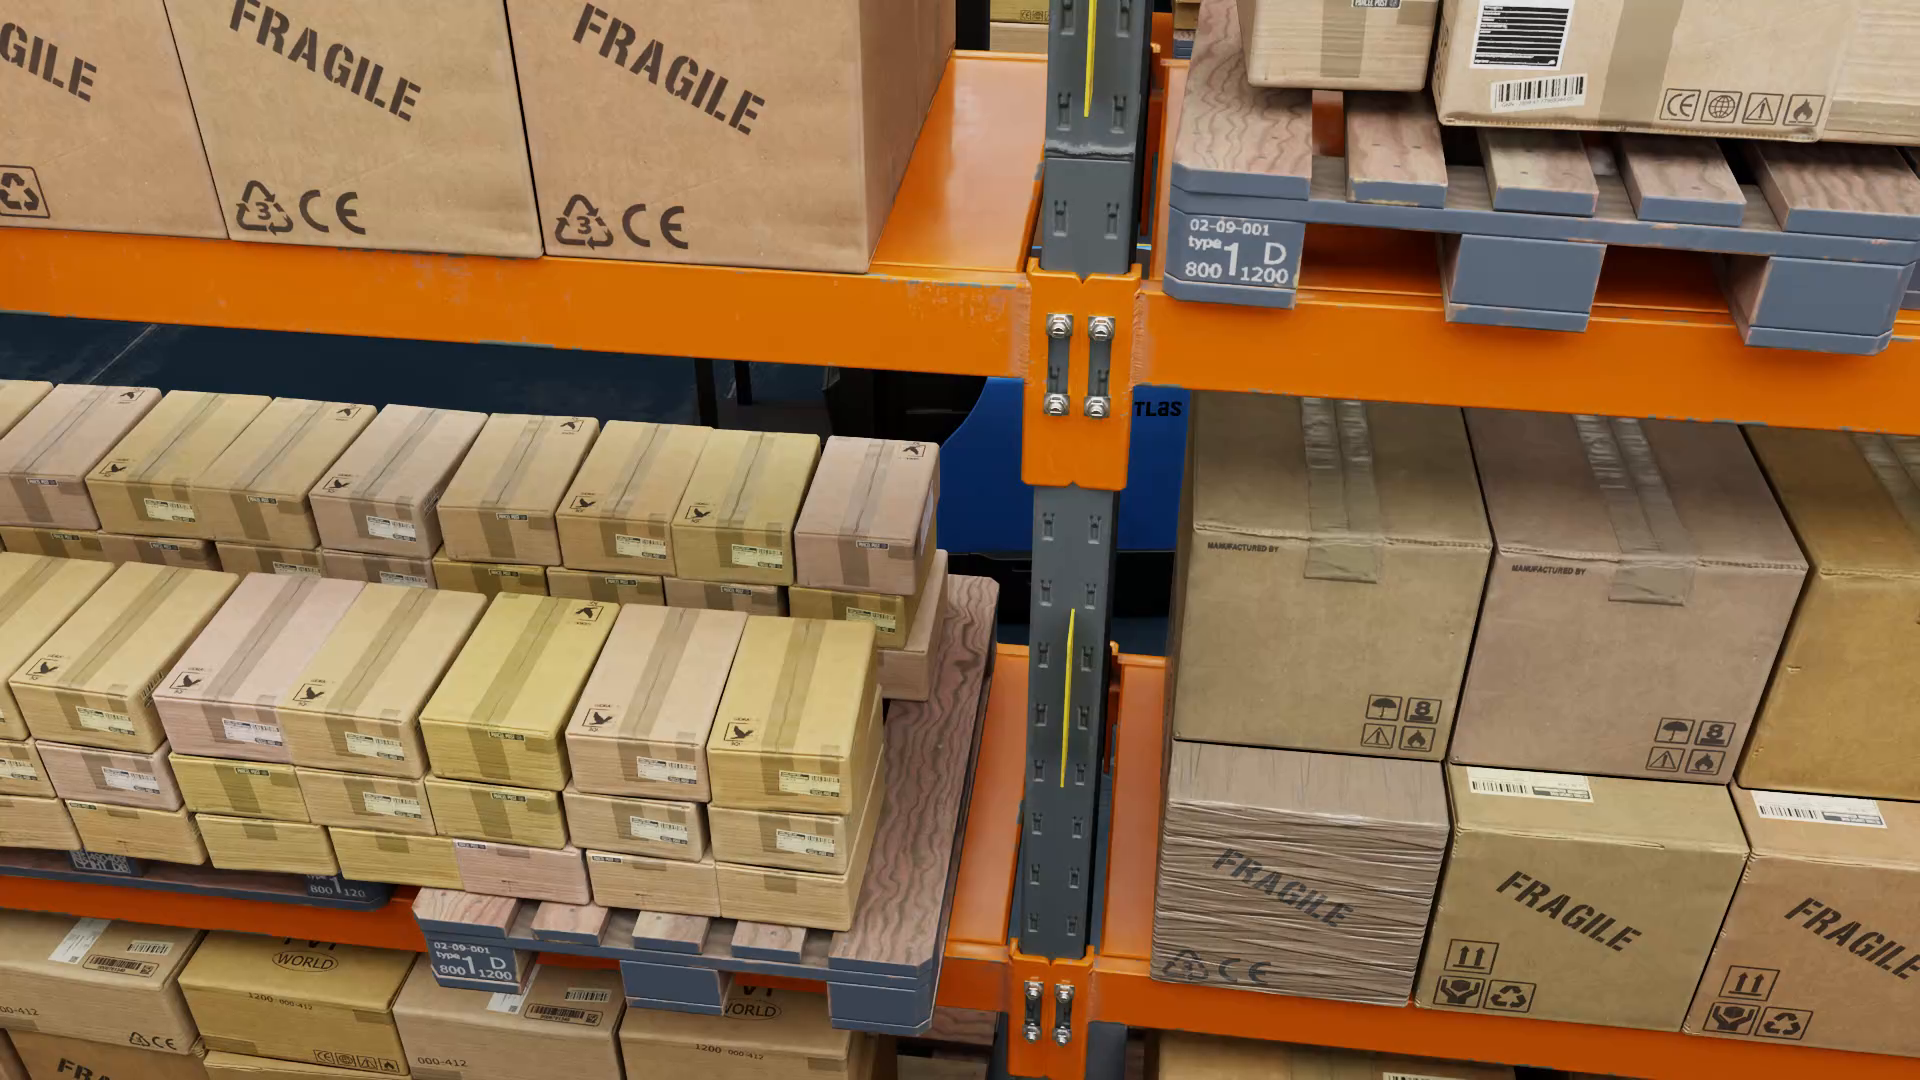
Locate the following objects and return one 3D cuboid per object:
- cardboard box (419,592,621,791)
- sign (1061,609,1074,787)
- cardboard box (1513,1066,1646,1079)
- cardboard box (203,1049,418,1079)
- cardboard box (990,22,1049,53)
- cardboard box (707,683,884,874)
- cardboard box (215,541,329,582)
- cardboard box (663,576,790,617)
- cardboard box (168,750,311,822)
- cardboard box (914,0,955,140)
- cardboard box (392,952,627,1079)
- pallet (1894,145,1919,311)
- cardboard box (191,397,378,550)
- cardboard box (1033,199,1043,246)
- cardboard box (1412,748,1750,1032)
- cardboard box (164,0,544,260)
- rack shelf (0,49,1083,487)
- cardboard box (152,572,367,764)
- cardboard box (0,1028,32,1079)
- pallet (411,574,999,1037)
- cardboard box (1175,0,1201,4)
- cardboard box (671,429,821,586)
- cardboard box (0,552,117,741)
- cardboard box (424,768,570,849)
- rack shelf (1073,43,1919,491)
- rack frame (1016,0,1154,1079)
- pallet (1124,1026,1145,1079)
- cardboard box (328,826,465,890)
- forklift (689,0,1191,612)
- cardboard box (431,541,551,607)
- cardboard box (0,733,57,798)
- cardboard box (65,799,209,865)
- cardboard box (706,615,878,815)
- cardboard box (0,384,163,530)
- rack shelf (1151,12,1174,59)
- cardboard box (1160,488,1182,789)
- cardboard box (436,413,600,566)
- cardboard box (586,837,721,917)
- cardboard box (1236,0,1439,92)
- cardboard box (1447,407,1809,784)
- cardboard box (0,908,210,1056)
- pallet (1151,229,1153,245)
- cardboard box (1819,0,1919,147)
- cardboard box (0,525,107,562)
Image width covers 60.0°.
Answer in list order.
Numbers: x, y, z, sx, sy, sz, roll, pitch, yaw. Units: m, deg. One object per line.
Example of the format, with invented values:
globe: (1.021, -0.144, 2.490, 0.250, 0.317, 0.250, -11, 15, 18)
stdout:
cardboard box: (-0.809, 0.277, 3.122, 0.250, 0.149, 0.380, 5, 36, 7)
sign: (0.185, 0.273, 2.856, 0.005, 0.325, 0.100, 4, 36, 6)
cardboard box: (1.705, 1.304, 3.916, 0.750, 0.750, 1.050, 5, 36, 7)
cardboard box: (-1.483, 1.277, 4.168, 0.500, 0.500, 0.500, 3, 36, 4)
cardboard box: (0.240, -2.287, 7.502, 0.500, 0.250, 0.500, 3, 36, 4)
cardboard box: (-0.303, 0.435, 3.157, 0.250, 0.149, 0.380, 5, 36, 7)
cardboard box: (-1.487, -0.036, 3.818, 0.250, 0.149, 0.380, 4, 36, 6)
cardboard box: (-0.479, 0.039, 3.712, 0.250, 0.149, 0.380, 6, 36, 8)
cardboard box: (-1.324, 0.360, 3.262, 0.250, 0.149, 0.380, 4, 36, 6)
cardboard box: (-0.288, -1.058, 2.982, 0.500, 0.500, 0.500, 4, 36, 6)
cardboard box: (-0.970, 1.010, 3.898, 0.500, 0.250, 0.500, 5, 36, 7)
pallet: (1.999, -0.647, 2.655, 1.213, 0.211, 1.003, 6, 36, 8)
cardboard box: (-1.493, -0.154, 3.726, 0.250, 0.149, 0.380, 5, 36, 7)
cardboard box: (0.100, -1.866, 8.249, 0.875, 0.875, 0.875, 4, 36, 6)
cardboard box: (1.160, 0.583, 3.265, 0.500, 0.500, 0.500, 4, 36, 6)
cardboard box: (-0.852, -0.788, 2.604, 0.500, 0.500, 0.500, 4, 36, 6)
rack shelf: (-1.739, -0.677, 3.154, 4.000, 0.370, 1.077, 4, 36, 6)
cardboard box: (-1.312, 0.238, 3.177, 0.250, 0.149, 0.380, 4, 36, 6)
cardboard box: (-2.499, 1.195, 4.283, 0.500, 0.500, 0.500, 6, 36, 8)
pallet: (-0.476, 0.486, 3.652, 1.003, 0.211, 1.213, 4, 36, 6)
cardboard box: (1.192, -2.627, 7.144, 0.500, 0.500, 0.500, 3, 36, 5)
cardboard box: (-0.456, -0.076, 3.617, 0.250, 0.149, 0.380, 3, 36, 5)
cardboard box: (-1.840, 0.200, 3.231, 0.250, 0.149, 0.380, 5, 36, 7)
cardboard box: (-0.830, 0.398, 3.208, 0.250, 0.149, 0.380, 5, 36, 7)
rack shelf: (2.228, -0.381, 2.739, 4.000, 0.370, 1.077, 4, 36, 6)
rack frame: (0.245, 0.399, 3.609, 0.127, 3.000, 1.000, 4, 36, 6)
pallet: (1.017, 1.636, 4.276, 1.213, 0.211, 1.003, 4, 36, 6)
cardboard box: (-1.051, 0.500, 3.322, 0.250, 0.149, 0.380, 4, 36, 5)
forklift: (-0.622, -1.186, 5.889, 3.031, 2.935, 1.130, -1, 36, -1)
cardboard box: (-0.994, 0.003, 3.763, 0.250, 0.149, 0.380, 4, 36, 6)
cardboard box: (-1.839, 0.322, 3.315, 0.250, 0.149, 0.380, 4, 36, 5)
cardboard box: (-1.575, 0.461, 3.377, 0.250, 0.149, 0.380, 5, 36, 7)
cardboard box: (-0.300, 0.316, 3.067, 0.250, 0.149, 0.380, 3, 36, 4)
cardboard box: (-2.007, -0.194, 3.782, 0.250, 0.149, 0.380, 3, 36, 4)
rack shelf: (2.758, -2.020, 7.617, 4.000, 0.370, 1.077, 4, 36, 6)
cardboard box: (0.725, 0.237, 3.750, 0.500, 0.500, 0.500, 4, 36, 6)
cardboard box: (-0.961, -0.116, 3.674, 0.250, 0.149, 0.380, 3, 36, 4)
cardboard box: (-0.549, 0.539, 3.267, 0.250, 0.149, 0.380, 4, 36, 6)
cardboard box: (0.555, -0.814, 2.495, 0.250, 0.149, 0.380, 3, 36, 4)
cardboard box: (1.190, 0.027, 3.183, 0.500, 0.500, 0.700, 4, 36, 5)
cardboard box: (-1.990, 0.930, 4.010, 0.500, 0.250, 0.500, 6, 36, 8)
pallet: (1.550, -1.267, 8.343, 1.213, 0.211, 1.003, 4, 36, 6)
cardboard box: (1.431, -0.755, 2.325, 0.500, 0.250, 0.500, 5, 36, 7)
cardboard box: (-1.995, -0.075, 3.872, 0.250, 0.149, 0.380, 4, 36, 6)
